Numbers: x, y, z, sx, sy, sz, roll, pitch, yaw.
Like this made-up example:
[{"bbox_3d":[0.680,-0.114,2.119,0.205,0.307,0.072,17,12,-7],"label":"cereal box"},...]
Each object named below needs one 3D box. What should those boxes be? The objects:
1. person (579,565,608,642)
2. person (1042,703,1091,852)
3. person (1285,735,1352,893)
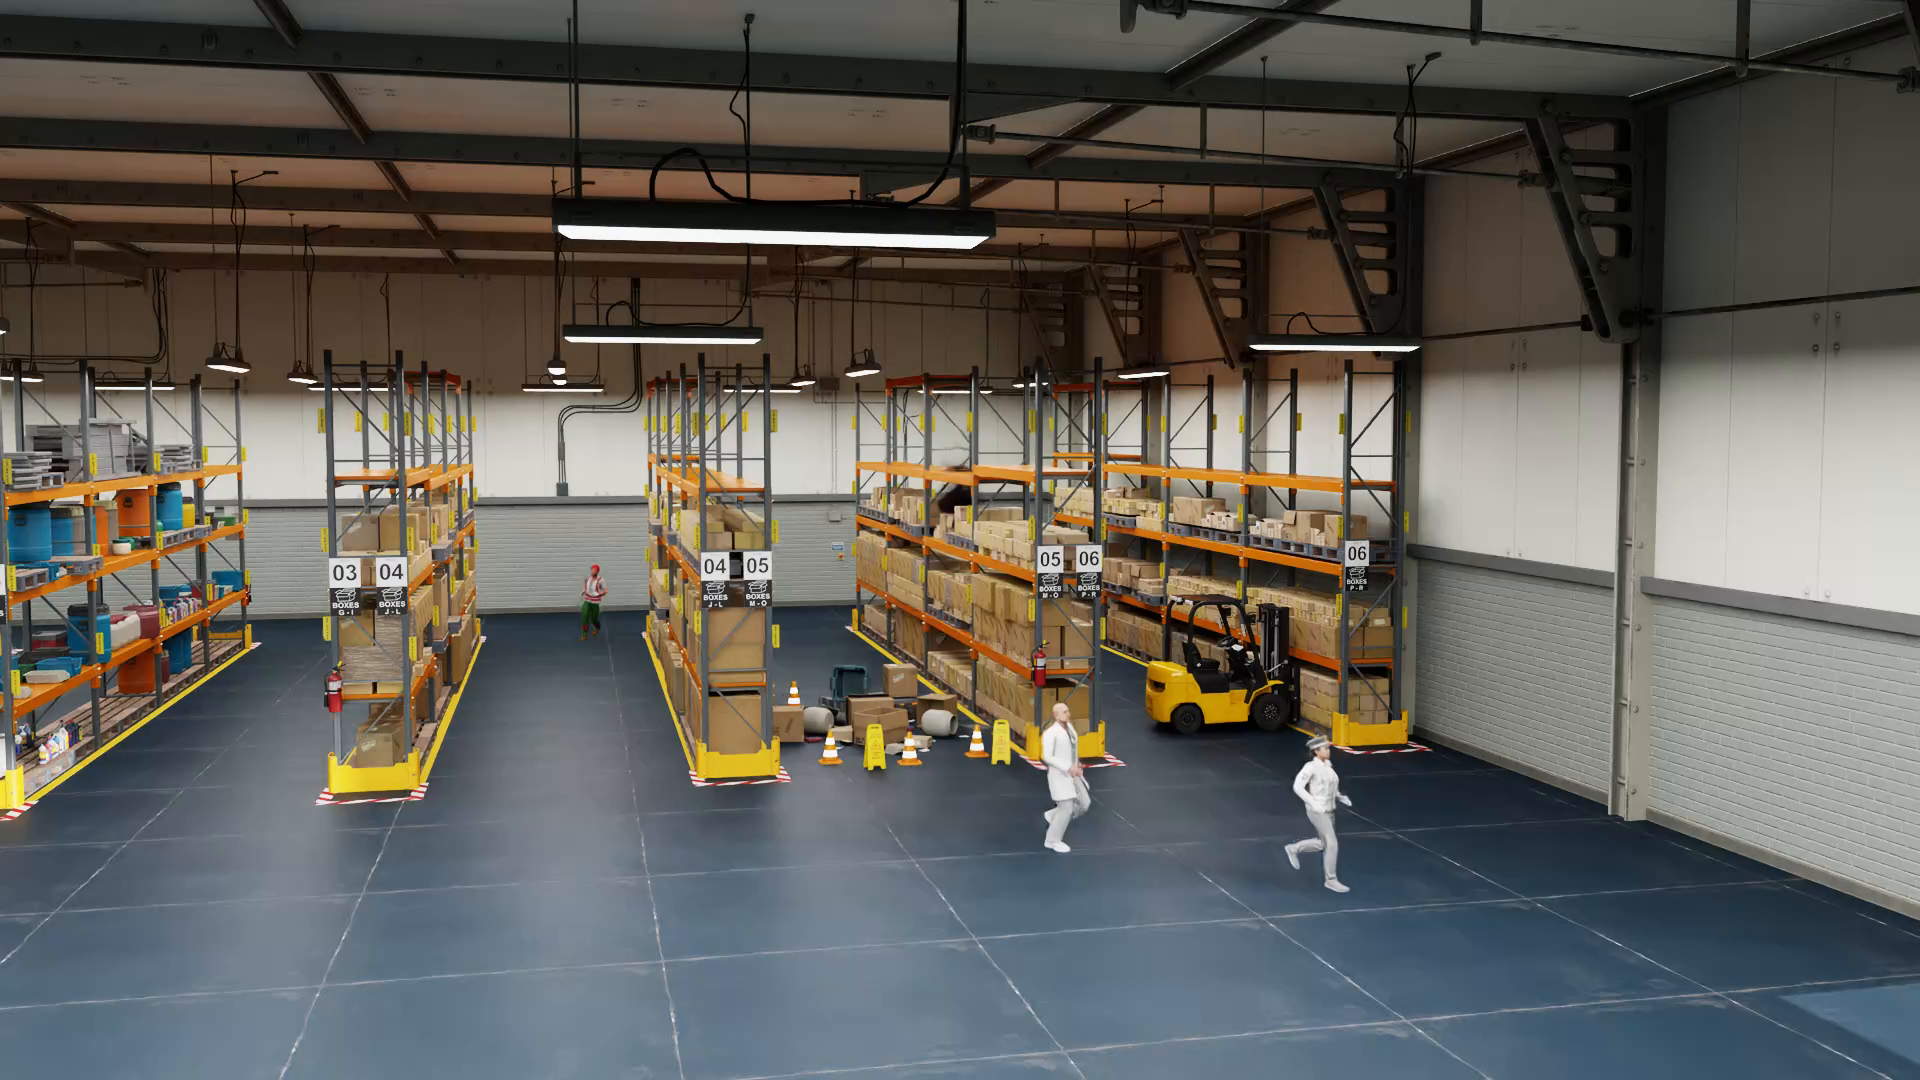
[{"bbox_3d":[-8.491,1.448,38.683,0.701,1.766,0.889,1,4,16],"label":"person"},{"bbox_3d":[1.238,2.782,19.526,0.629,1.743,0.714,3,5,36],"label":"person"},{"bbox_3d":[3.861,2.933,17.974,0.759,1.682,0.618,3,5,36],"label":"person"}]
